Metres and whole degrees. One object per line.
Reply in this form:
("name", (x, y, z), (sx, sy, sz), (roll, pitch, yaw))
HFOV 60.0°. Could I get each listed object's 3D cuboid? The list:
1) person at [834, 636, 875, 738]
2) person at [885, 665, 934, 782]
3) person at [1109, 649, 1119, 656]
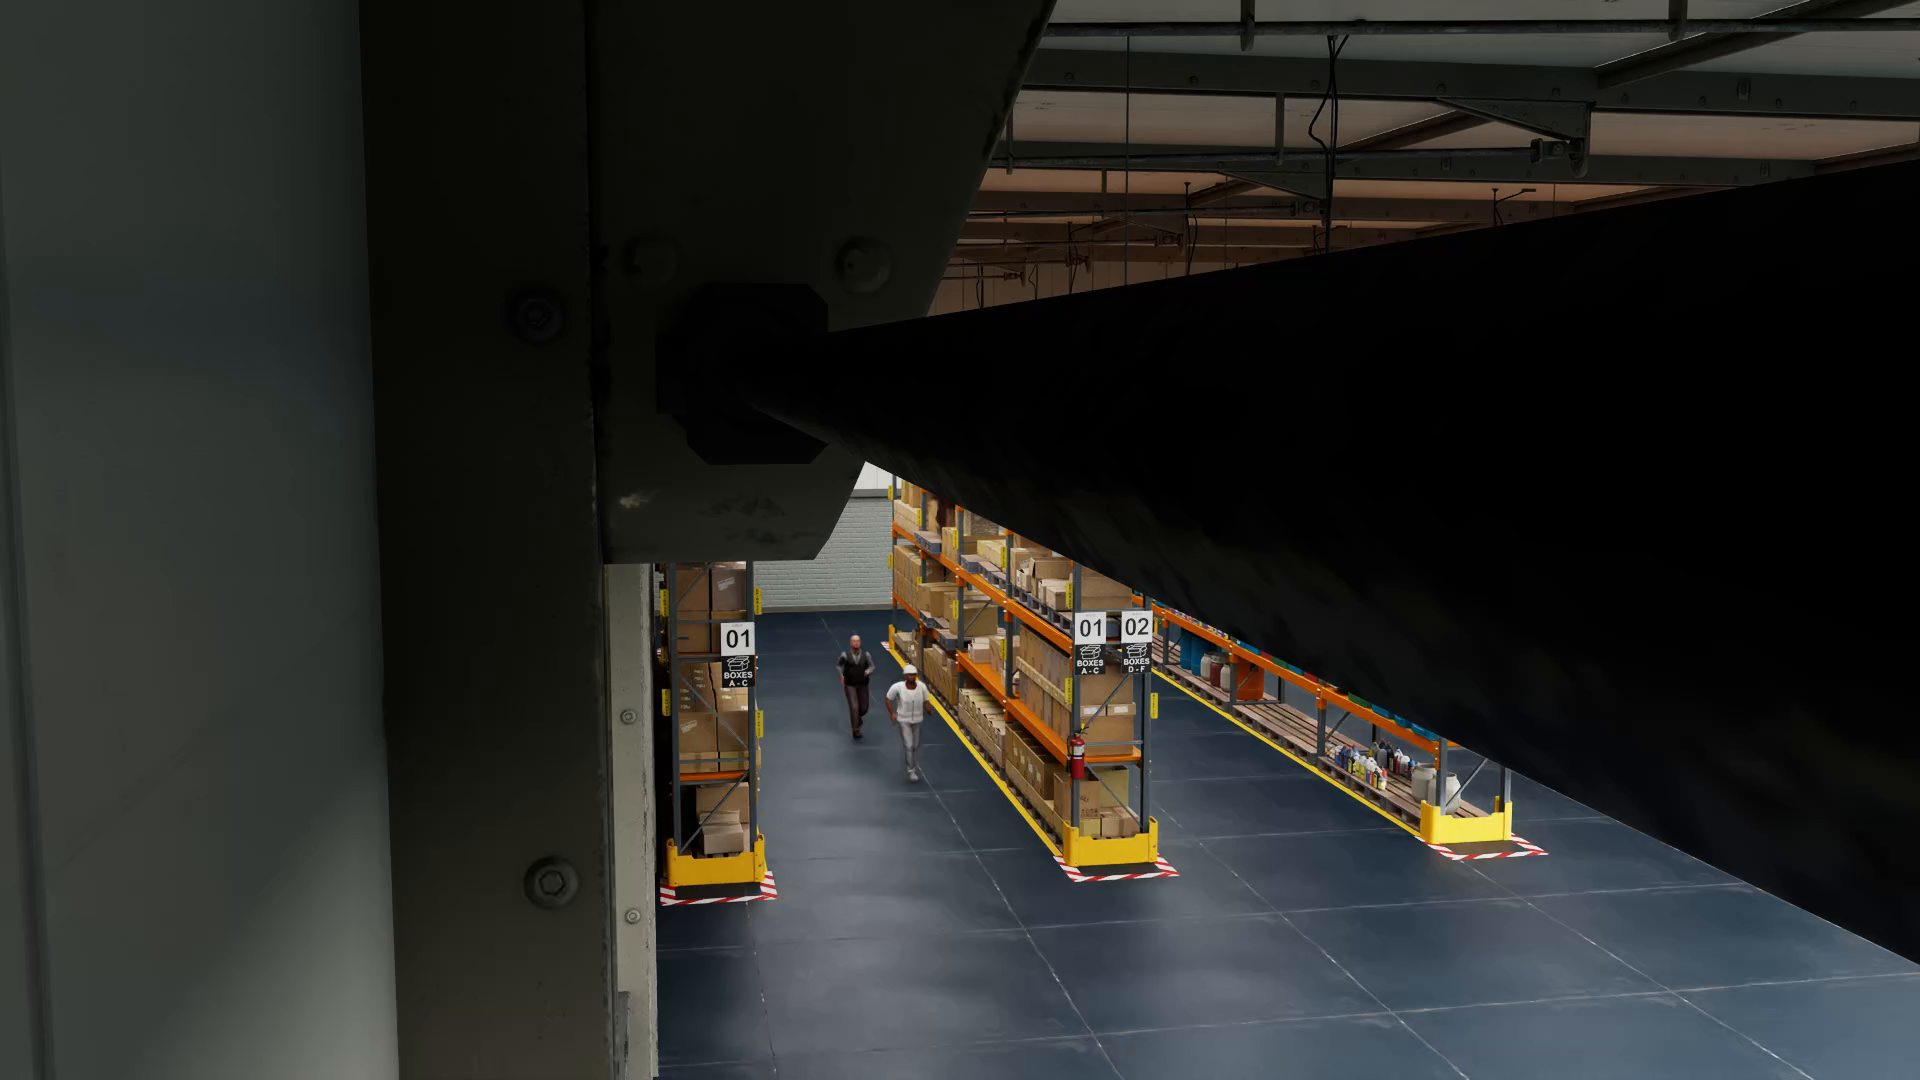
("person", (-1.766, 2.456, 28.095), (0.670, 1.692, 0.830), (-2, 6, -14))
("person", (-0.794, 2.740, 25.337), (0.683, 1.741, 0.851), (-2, 7, -20))
("person", (2.688, 2.284, 30.017), (0.537, 1.609, 0.852), (-2, 6, -17))
